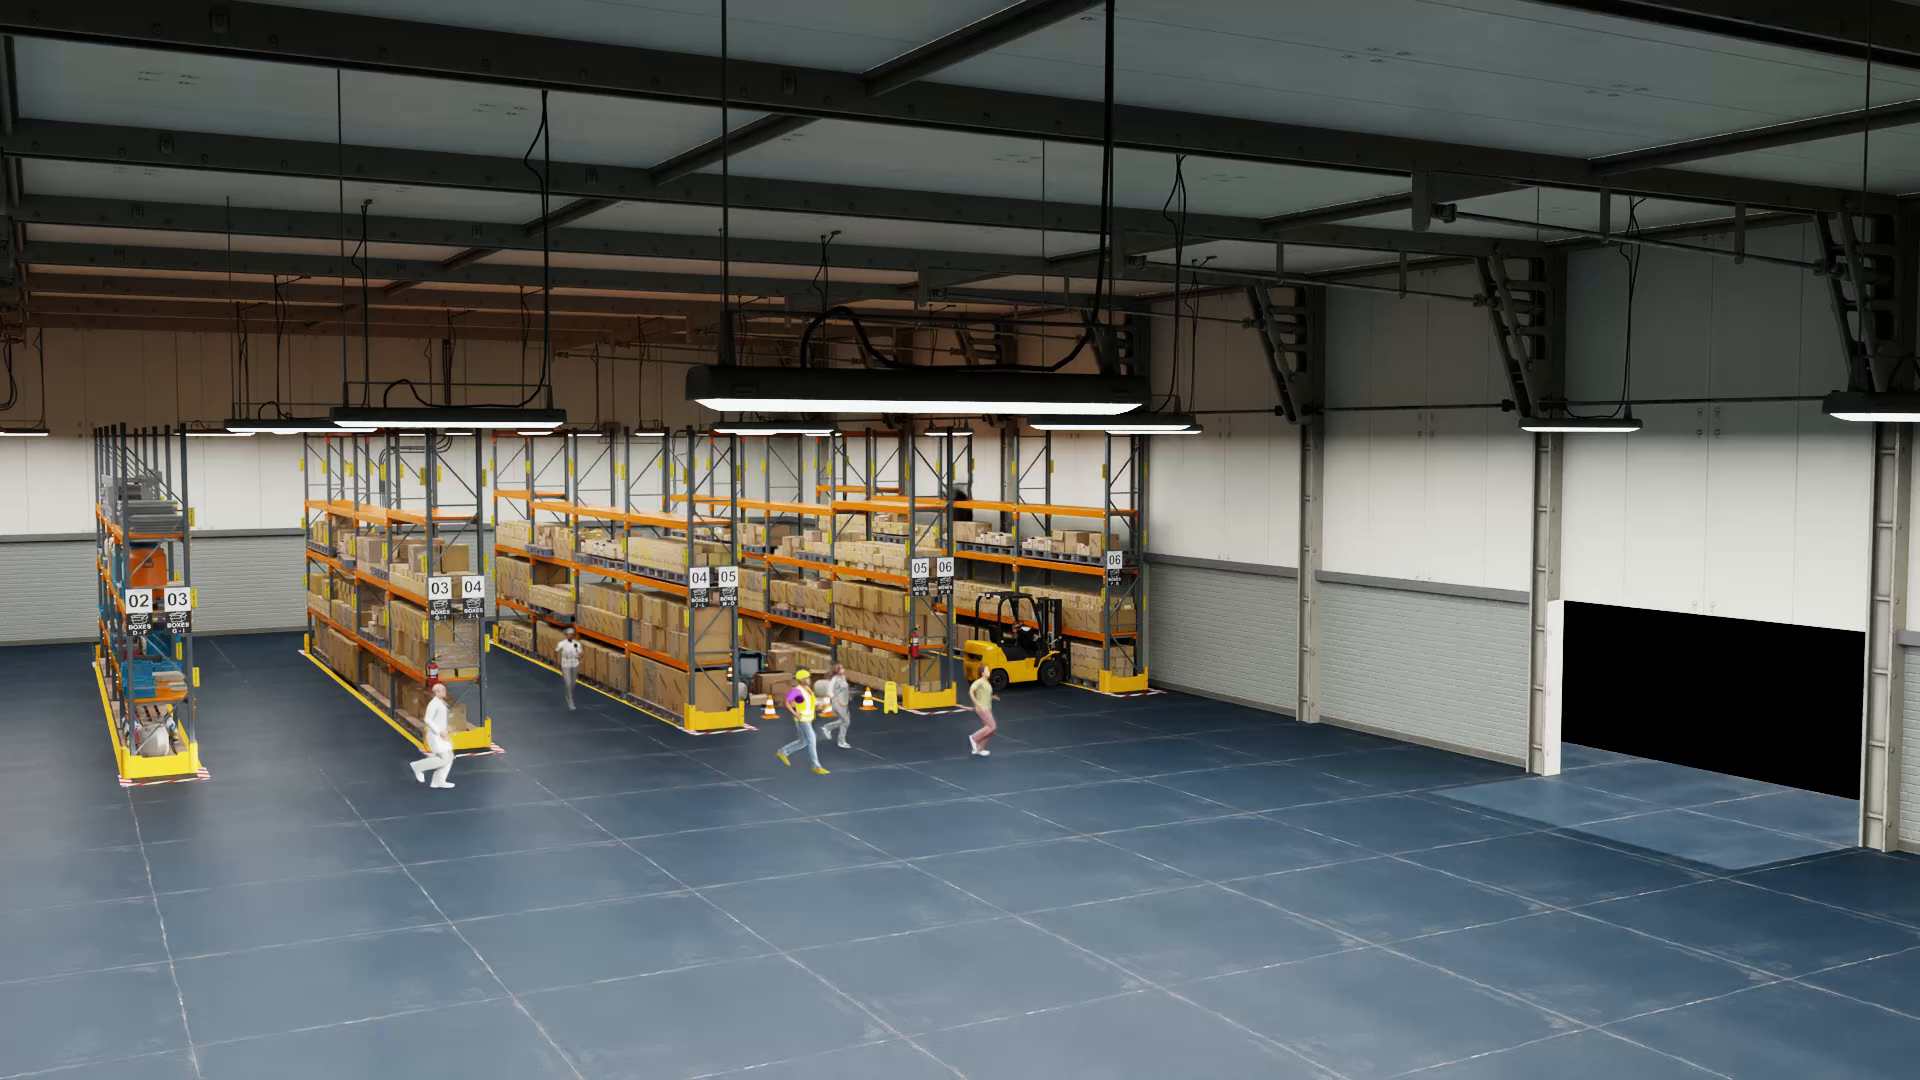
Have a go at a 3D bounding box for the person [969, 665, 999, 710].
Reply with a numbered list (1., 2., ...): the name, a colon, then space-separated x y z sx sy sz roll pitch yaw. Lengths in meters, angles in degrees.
1. person: 0.470 2.662 30.091 0.459 0.807 0.624 1 4 19

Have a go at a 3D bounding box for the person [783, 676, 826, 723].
1. person: -2.641 2.687 28.472 0.618 0.849 0.699 1 4 11

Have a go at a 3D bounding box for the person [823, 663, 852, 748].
1. person: -2.294 3.075 30.981 0.570 1.577 0.535 1 4 21

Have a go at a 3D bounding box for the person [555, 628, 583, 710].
1. person: -8.303 2.714 35.399 0.536 1.706 0.893 -2 4 -30

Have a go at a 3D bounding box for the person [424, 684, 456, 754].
1. person: -8.511 2.919 27.242 0.427 1.138 0.695 0 3 -4
